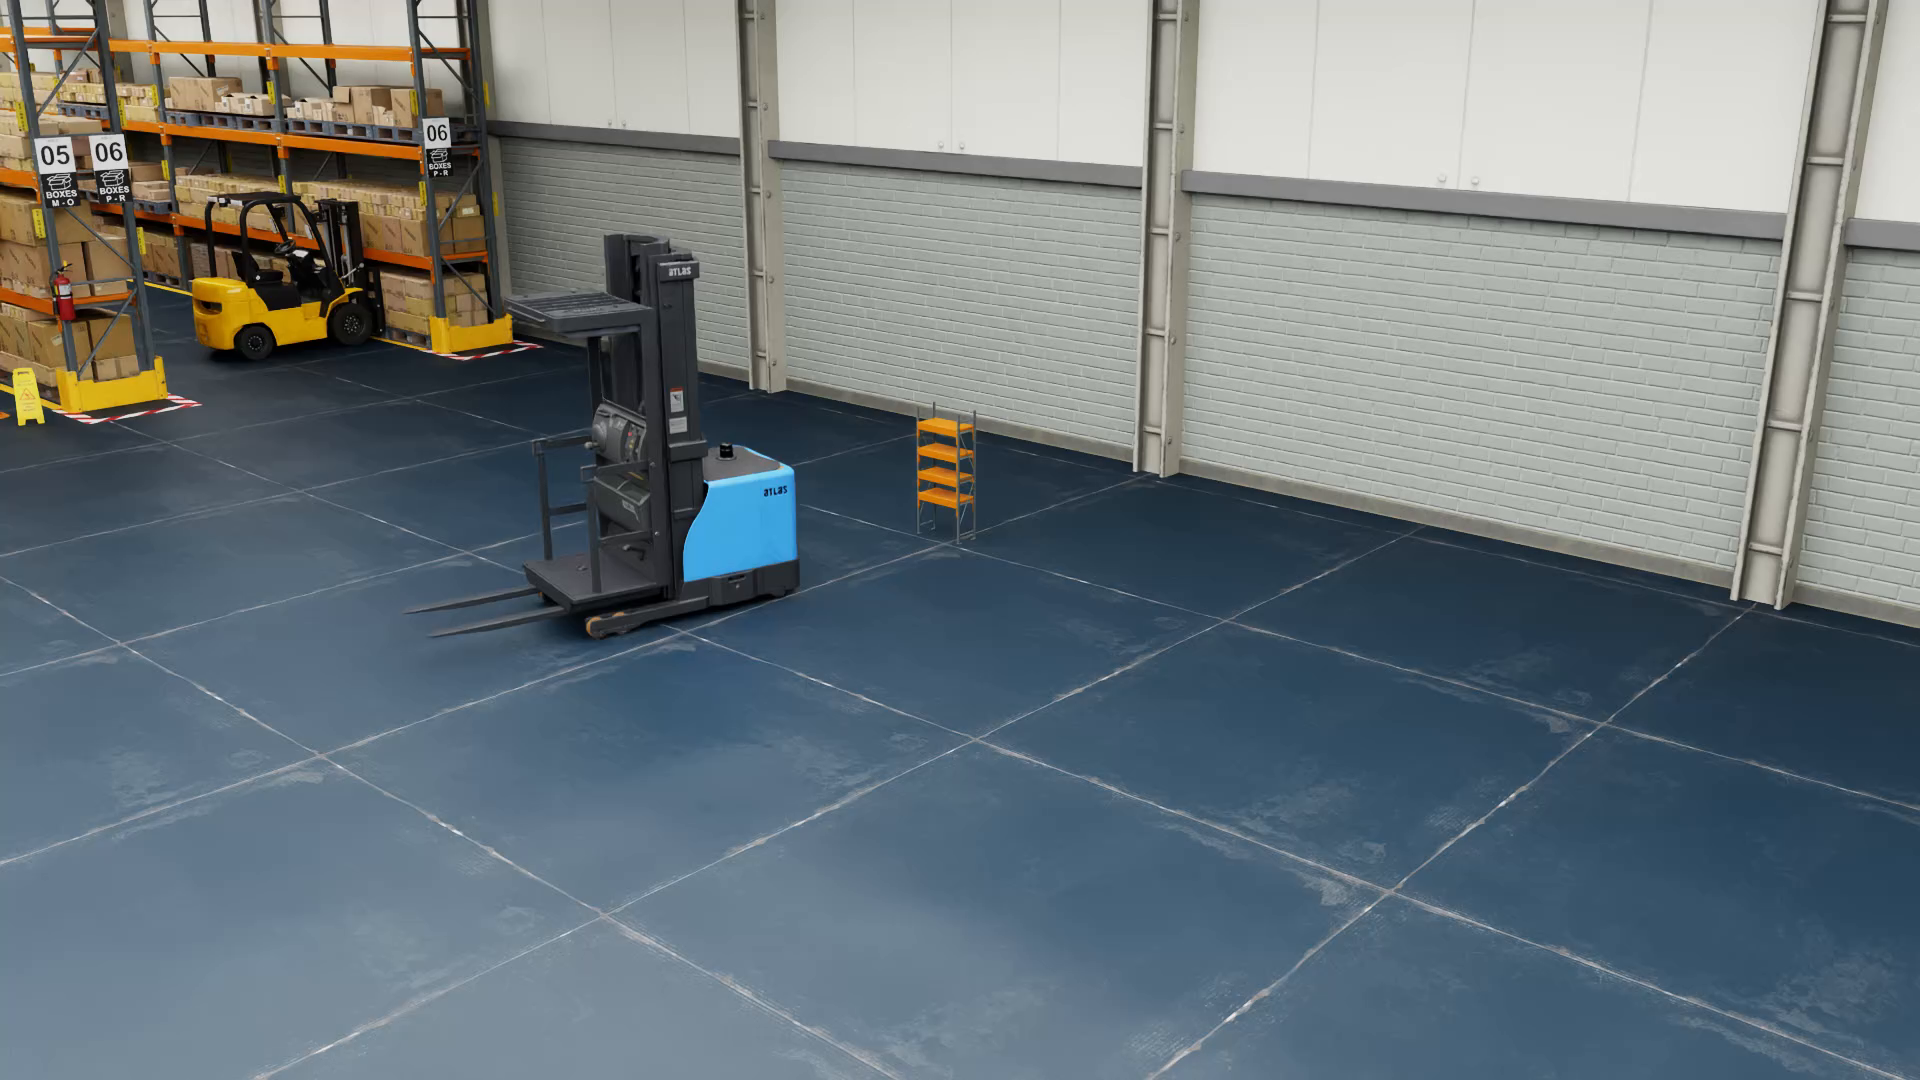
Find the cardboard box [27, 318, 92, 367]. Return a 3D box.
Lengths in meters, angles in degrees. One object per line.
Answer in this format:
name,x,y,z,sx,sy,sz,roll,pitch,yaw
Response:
cardboard box,-11.065,-2.437,20.444,0.500,0.500,0.500,15,23,40

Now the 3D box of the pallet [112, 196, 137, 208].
pallet,-14.442,-6.116,29.742,1.213,0.211,1.003,15,23,39

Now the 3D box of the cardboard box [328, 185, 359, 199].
cardboard box,-9.162,-5.180,24.747,0.250,0.149,0.380,15,23,38

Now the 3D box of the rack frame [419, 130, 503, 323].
rack frame,-7.000,-4.212,23.425,0.127,3.000,1.000,15,23,39

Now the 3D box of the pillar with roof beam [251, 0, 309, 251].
pillar with roof beam,-14.268,-7.646,24.327,0.400,9.000,9.100,15,23,39

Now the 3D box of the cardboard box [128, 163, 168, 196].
cardboard box,-14.328,-6.354,29.308,0.637,0.503,0.797,14,23,38

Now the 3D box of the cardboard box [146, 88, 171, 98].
cardboard box,-13.437,-7.510,27.956,0.250,0.149,0.380,16,24,41

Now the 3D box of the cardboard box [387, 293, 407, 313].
cardboard box,-7.940,-3.470,24.111,0.500,0.250,0.500,15,23,39

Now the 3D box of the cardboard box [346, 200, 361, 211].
cardboard box,-8.785,-4.933,24.460,0.250,0.149,0.380,14,23,38

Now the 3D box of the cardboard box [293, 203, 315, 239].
cardboard box,-9.834,-4.915,25.473,0.500,0.500,0.500,14,22,38

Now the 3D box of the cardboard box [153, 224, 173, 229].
cardboard box,-14.513,-5.680,30.417,0.250,0.149,0.380,15,23,40

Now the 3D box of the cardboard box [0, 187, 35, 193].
cardboard box,-11.924,-4.121,20.829,0.500,0.500,0.700,15,23,39

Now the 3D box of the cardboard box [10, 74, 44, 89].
cardboard box,-17.662,-8.713,31.577,0.500,0.250,0.500,16,24,41

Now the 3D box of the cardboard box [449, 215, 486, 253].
cardboard box,-7.187,-4.422,23.921,0.500,0.500,0.500,16,24,41

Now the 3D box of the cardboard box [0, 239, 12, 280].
cardboard box,-11.625,-3.527,20.610,0.500,0.500,0.500,15,23,39

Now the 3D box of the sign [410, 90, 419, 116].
sign,-7.371,-5.906,22.471,0.005,0.325,0.100,15,23,39

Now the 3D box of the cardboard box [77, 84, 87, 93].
cardboard box,-15.425,-8.018,29.523,0.250,0.149,0.380,15,23,38

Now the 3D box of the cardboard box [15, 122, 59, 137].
cardboard box,-10.741,-4.779,19.351,0.250,0.149,0.380,15,23,40

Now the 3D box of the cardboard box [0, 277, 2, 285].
cardboard box,-12.104,-3.333,21.069,0.250,0.149,0.380,15,23,39

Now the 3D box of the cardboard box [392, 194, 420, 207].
cardboard box,-7.827,-4.824,23.623,0.250,0.149,0.380,16,23,40

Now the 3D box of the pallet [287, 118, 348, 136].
pallet,-9.337,-6.237,24.994,1.213,0.211,1.003,15,23,39

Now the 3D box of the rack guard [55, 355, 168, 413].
rack guard,-10.349,-1.912,20.310,0.348,0.500,1.175,15,23,39

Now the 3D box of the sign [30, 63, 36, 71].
sign,-18.584,-9.398,33.343,0.005,0.325,0.100,15,23,39

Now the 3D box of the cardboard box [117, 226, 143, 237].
cardboard box,-15.050,-5.609,30.194,0.250,0.149,0.380,15,23,39

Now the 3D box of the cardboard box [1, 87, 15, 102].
cardboard box,-18.049,-8.571,31.956,0.500,0.250,0.500,14,22,38

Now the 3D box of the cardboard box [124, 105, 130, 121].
cardboard box,-14.280,-7.426,28.840,0.500,0.250,0.500,15,23,39

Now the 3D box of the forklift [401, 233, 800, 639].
forklift,-2.823,-0.821,12.853,3.031,2.935,1.130,-12,21,-33

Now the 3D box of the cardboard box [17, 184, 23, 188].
cardboard box,-18.315,-7.027,32.709,0.250,0.149,0.380,16,24,41

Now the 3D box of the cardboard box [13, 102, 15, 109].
cardboard box,-17.801,-8.288,31.725,0.250,0.149,0.380,15,23,39

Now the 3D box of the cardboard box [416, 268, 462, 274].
cardboard box,-7.610,-3.817,24.378,0.500,0.250,0.500,15,23,39

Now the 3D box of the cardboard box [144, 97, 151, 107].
cardboard box,-13.590,-7.440,28.225,0.250,0.149,0.380,14,23,38

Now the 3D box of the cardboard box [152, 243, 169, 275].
cardboard box,-13.810,-4.966,29.239,0.500,0.500,0.500,15,23,38

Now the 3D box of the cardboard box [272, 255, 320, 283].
cardboard box,-10.390,-4.186,26.573,0.625,0.625,0.875,16,24,42

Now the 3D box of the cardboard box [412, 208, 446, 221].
cardboard box,-7.446,-4.575,23.331,0.250,0.149,0.380,15,23,40

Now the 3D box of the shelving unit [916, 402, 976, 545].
shelving unit,-0.124,-0.605,15.035,0.503,1.200,0.258,15,23,39

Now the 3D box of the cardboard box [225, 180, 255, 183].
cardboard box,-11.710,-5.757,27.056,0.250,0.149,0.380,15,23,39

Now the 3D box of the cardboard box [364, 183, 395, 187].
cardboard box,-8.776,-5.315,25.172,0.250,0.149,0.380,15,23,38

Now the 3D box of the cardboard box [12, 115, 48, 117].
cardboard box,-11.540,-5.208,20.703,0.250,0.149,0.380,16,23,40

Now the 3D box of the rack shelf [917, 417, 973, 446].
rack shelf,-0.124,-0.980,14.916,0.480,0.148,0.258,15,23,39

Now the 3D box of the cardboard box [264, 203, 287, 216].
cardboard box,-10.529,-5.223,26.031,0.500,0.250,0.500,14,23,38

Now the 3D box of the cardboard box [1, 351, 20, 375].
cardboard box,-11.853,-2.289,21.216,0.500,0.250,0.500,14,22,37

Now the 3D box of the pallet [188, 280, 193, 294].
pallet,-12.394,-4.315,28.359,1.213,0.211,1.003,15,23,39

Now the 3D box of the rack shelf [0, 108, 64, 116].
rack shelf,-17.472,-8.110,31.937,4.000,0.370,1.077,15,23,39

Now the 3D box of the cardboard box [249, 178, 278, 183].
cardboard box,-11.445,-5.852,27.354,0.250,0.149,0.380,16,24,41

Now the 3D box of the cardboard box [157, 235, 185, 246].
cardboard box,-13.746,-5.226,28.985,0.250,0.149,0.380,14,22,36

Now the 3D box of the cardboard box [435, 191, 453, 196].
cardboard box,-7.490,-4.936,23.978,0.250,0.149,0.380,16,23,40

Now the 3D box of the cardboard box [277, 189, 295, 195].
cardboard box,-10.395,-5.390,25.900,0.250,0.149,0.380,16,24,41

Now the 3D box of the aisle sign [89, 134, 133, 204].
aisle sign,-10.040,-4.385,19.672,0.004,0.787,0.394,15,23,39

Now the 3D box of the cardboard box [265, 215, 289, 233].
cardboard box,-10.543,-4.986,26.110,0.500,0.250,0.500,16,23,40

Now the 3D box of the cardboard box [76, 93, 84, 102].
cardboard box,-15.459,-7.871,29.550,0.250,0.149,0.380,15,23,40

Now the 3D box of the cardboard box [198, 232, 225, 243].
cardboard box,-13.167,-5.311,29.255,0.250,0.149,0.380,17,24,42

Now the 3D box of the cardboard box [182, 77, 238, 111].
cardboard box,-12.160,-7.264,27.058,0.500,0.500,0.700,14,23,38

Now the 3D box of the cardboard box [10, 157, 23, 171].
cardboard box,-10.953,-4.449,19.628,0.250,0.149,0.380,15,23,40

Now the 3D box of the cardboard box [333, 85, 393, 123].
cardboard box,-8.605,-6.327,24.100,0.637,0.503,0.797,16,24,41

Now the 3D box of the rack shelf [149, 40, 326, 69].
rack shelf,-11.488,-7.743,26.482,4.000,0.370,1.077,15,23,39

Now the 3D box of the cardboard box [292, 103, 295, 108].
cardboard box,-10.497,-6.788,26.138,0.250,0.149,0.380,15,23,39

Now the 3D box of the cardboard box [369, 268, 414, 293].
cardboard box,-8.322,-3.800,24.326,0.500,0.250,0.500,15,23,40
